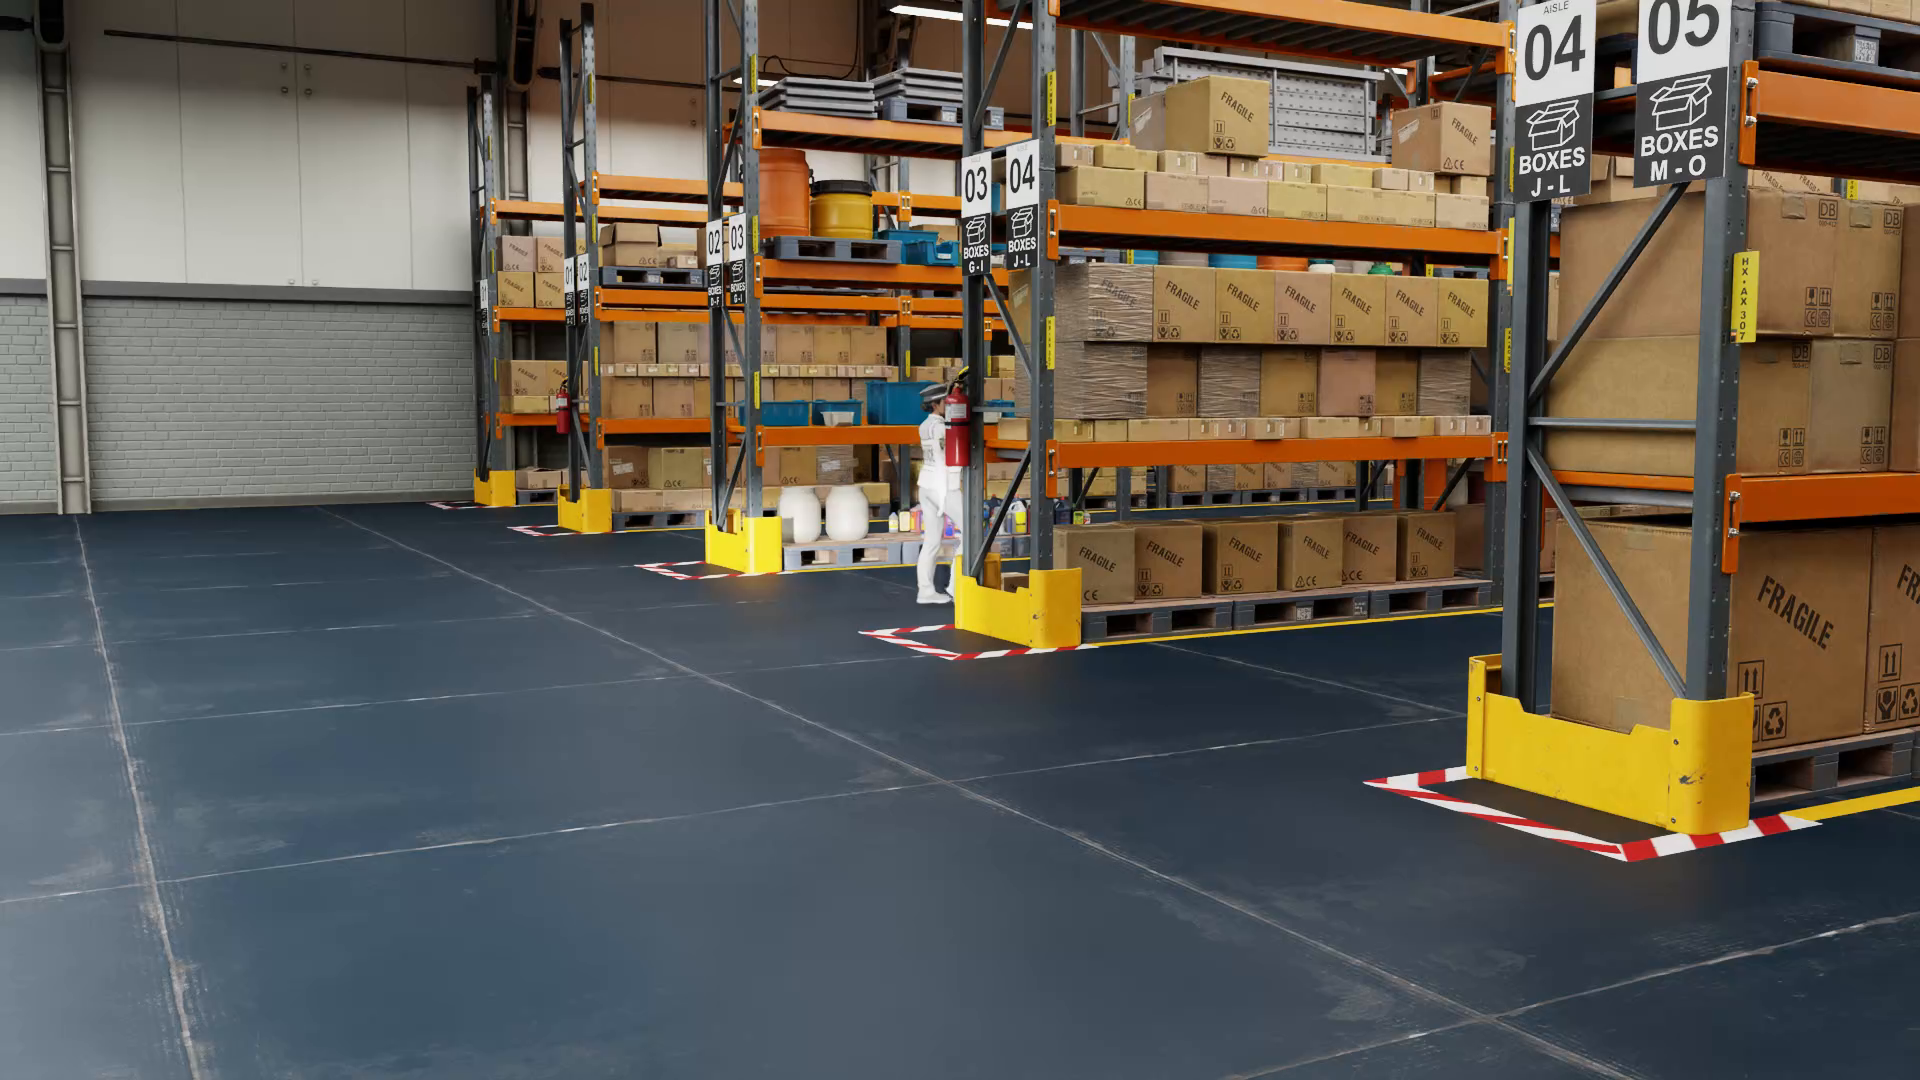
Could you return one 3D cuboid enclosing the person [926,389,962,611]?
[{"bbox_3d":[-0.077,-0.304,12.484,0.352,1.657,0.479,-1,5,-6],"label":"person"}]
